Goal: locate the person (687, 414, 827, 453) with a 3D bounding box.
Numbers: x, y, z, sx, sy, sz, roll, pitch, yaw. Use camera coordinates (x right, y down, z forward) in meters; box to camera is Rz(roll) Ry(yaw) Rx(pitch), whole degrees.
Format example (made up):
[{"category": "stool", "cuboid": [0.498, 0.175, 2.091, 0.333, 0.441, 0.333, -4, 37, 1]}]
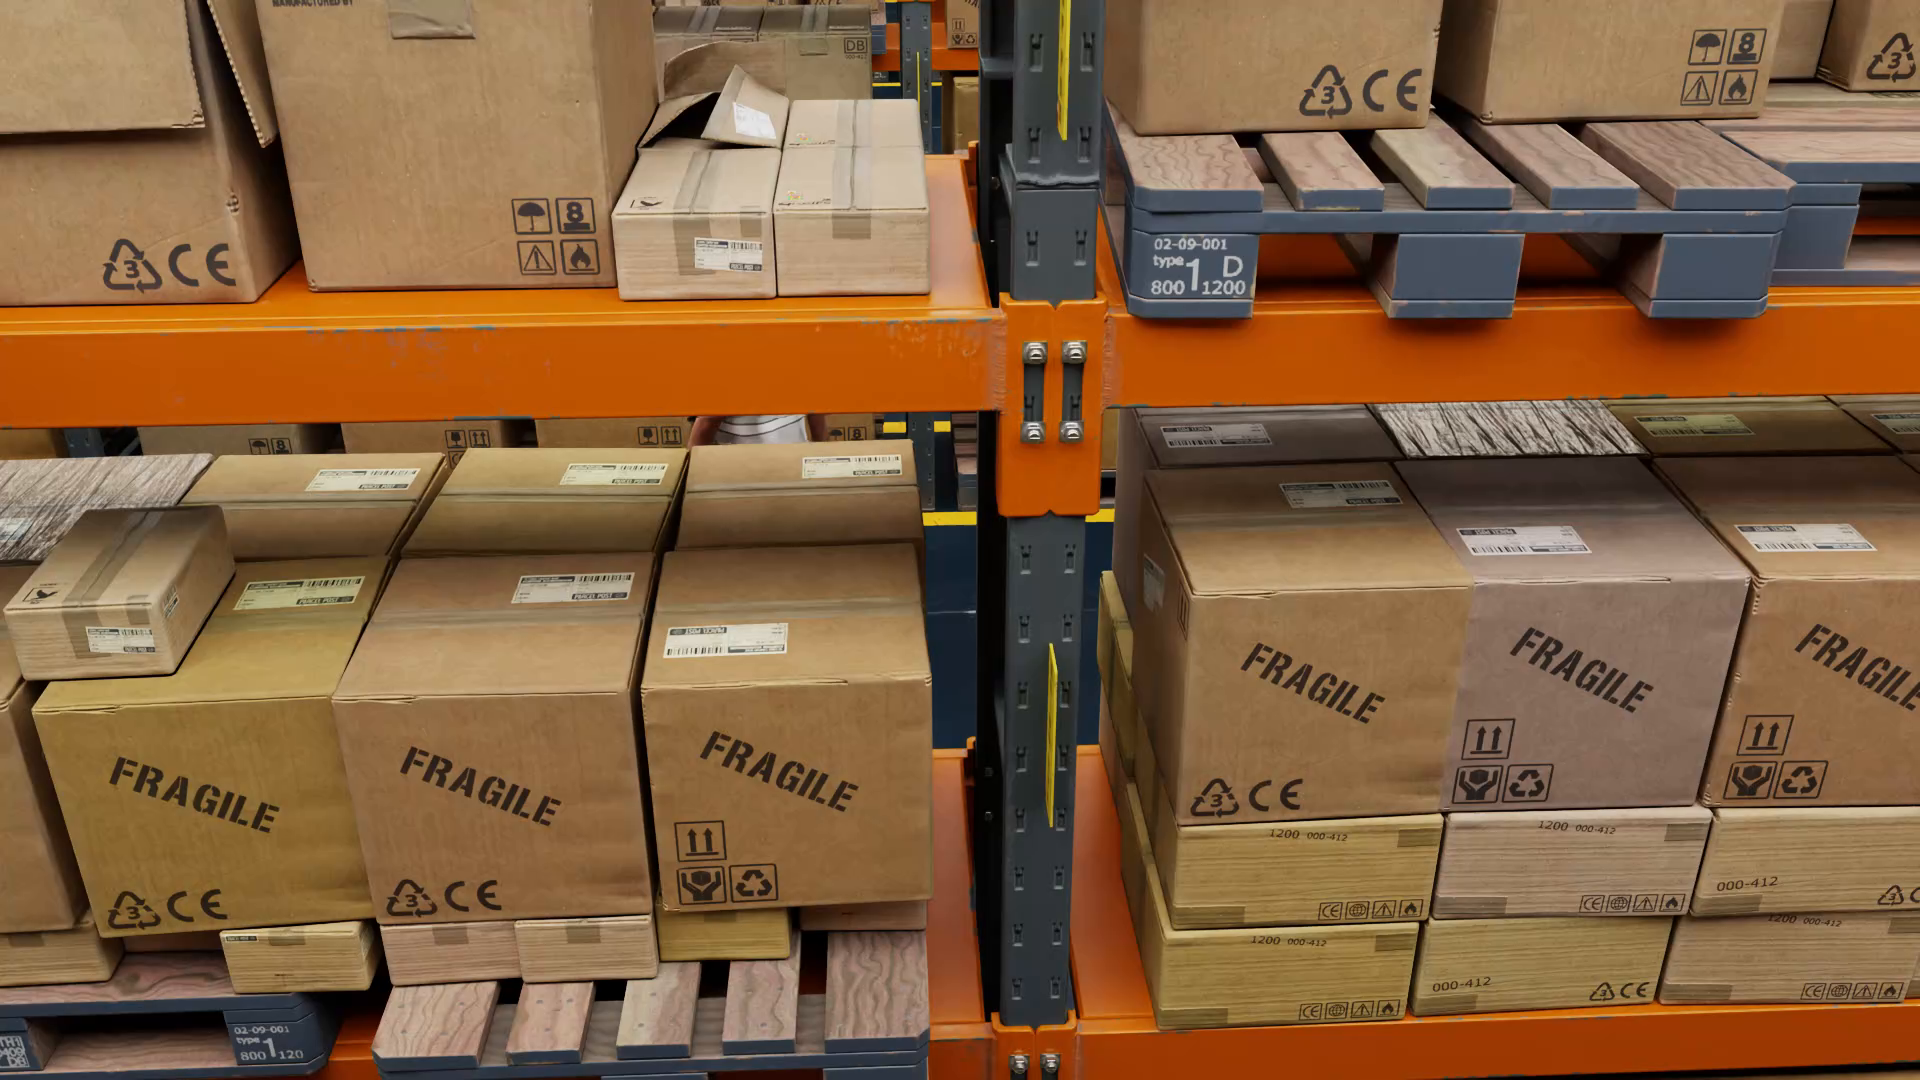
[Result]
[{"category": "person", "cuboid": [-0.952, -0.398, 6.889, 0.934, 1.726, 0.617, 18, 32, 30]}]
